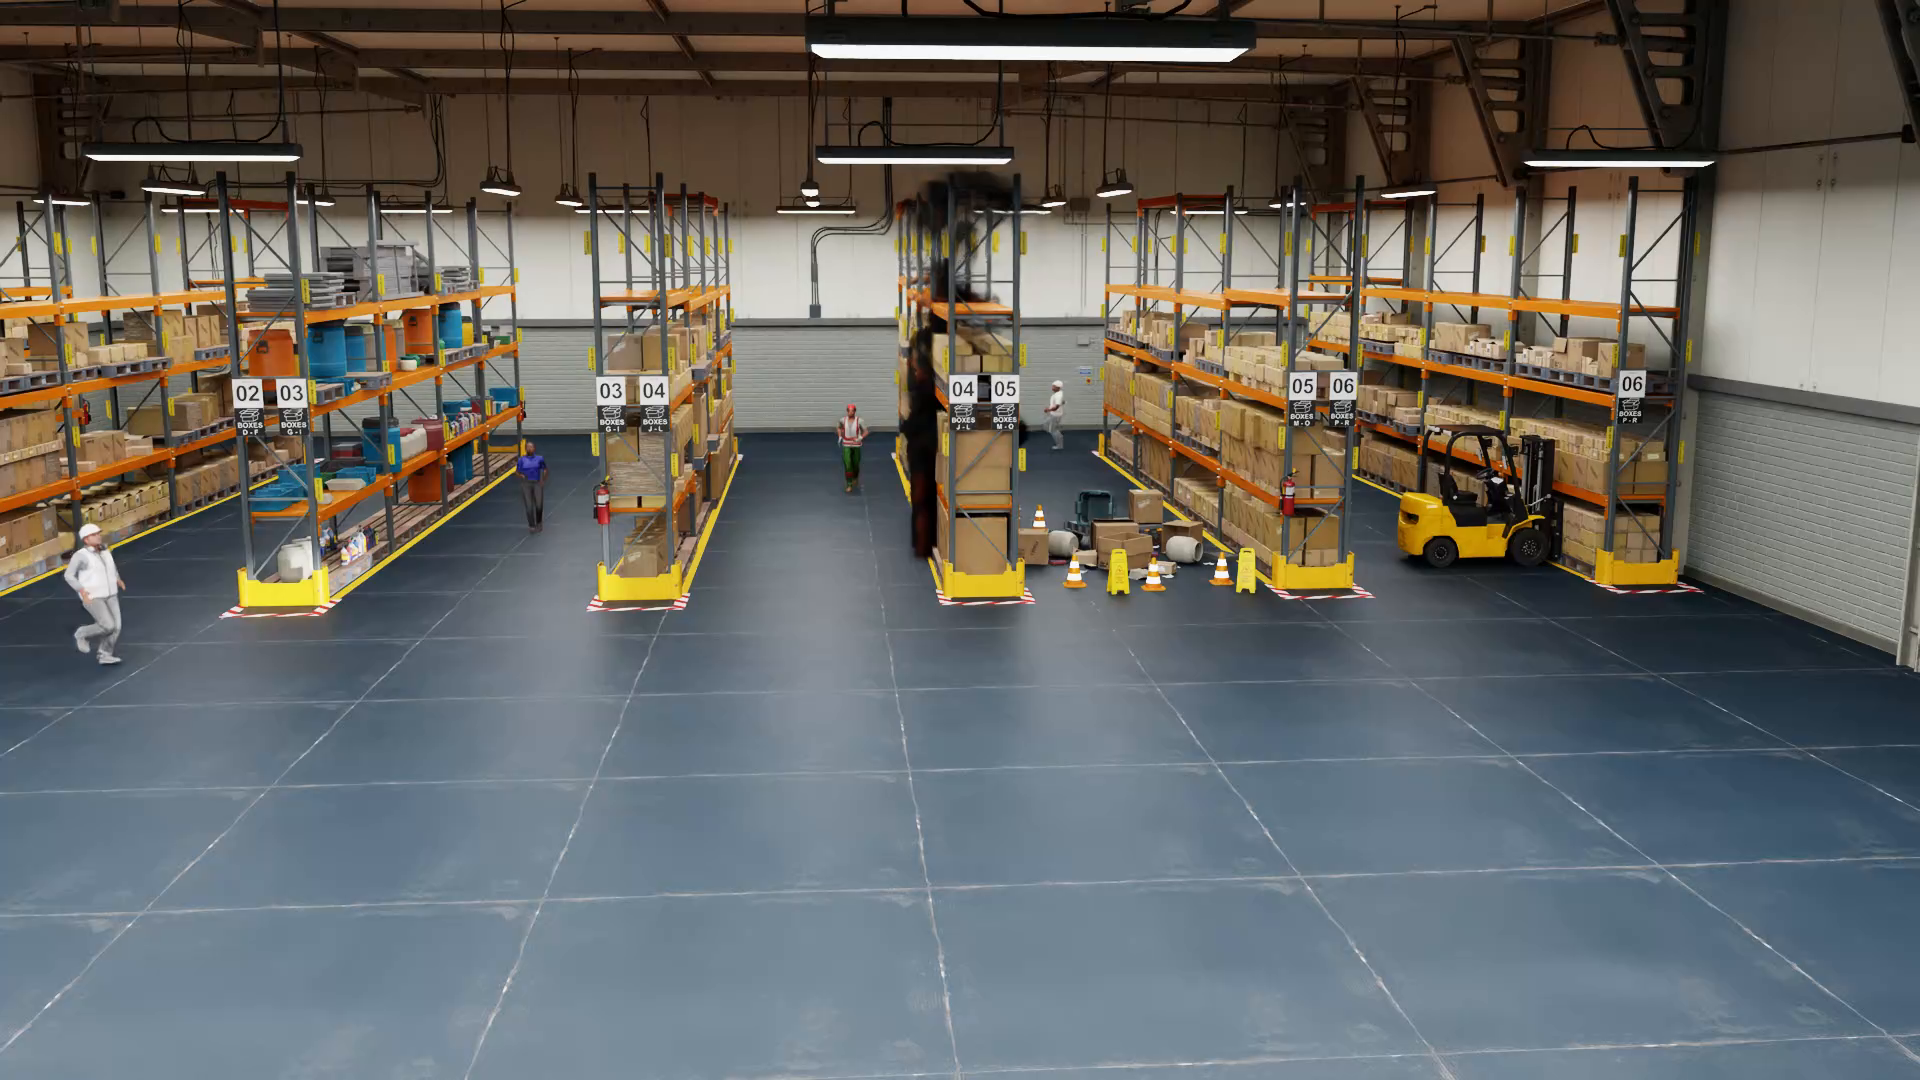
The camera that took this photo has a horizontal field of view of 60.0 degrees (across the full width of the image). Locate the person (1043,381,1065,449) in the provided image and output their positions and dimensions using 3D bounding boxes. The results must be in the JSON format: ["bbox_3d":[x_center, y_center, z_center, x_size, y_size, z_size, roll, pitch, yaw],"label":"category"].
[{"bbox_3d":[2.362,-3.127,41.475,0.578,1.704,0.714,0,10,-1],"label":"person"}]

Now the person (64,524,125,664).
[{"bbox_3d":[-10.407,0.658,20.092,0.573,1.728,0.672,4,11,20],"label":"person"}]

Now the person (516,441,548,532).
[{"bbox_3d":[-7.493,-0.914,29.162,0.563,1.618,0.572,-2,10,-14],"label":"person"}]

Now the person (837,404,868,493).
[{"bbox_3d":[-2.226,-1.925,34.444,0.656,1.799,0.936,0,10,0],"label":"person"}]
